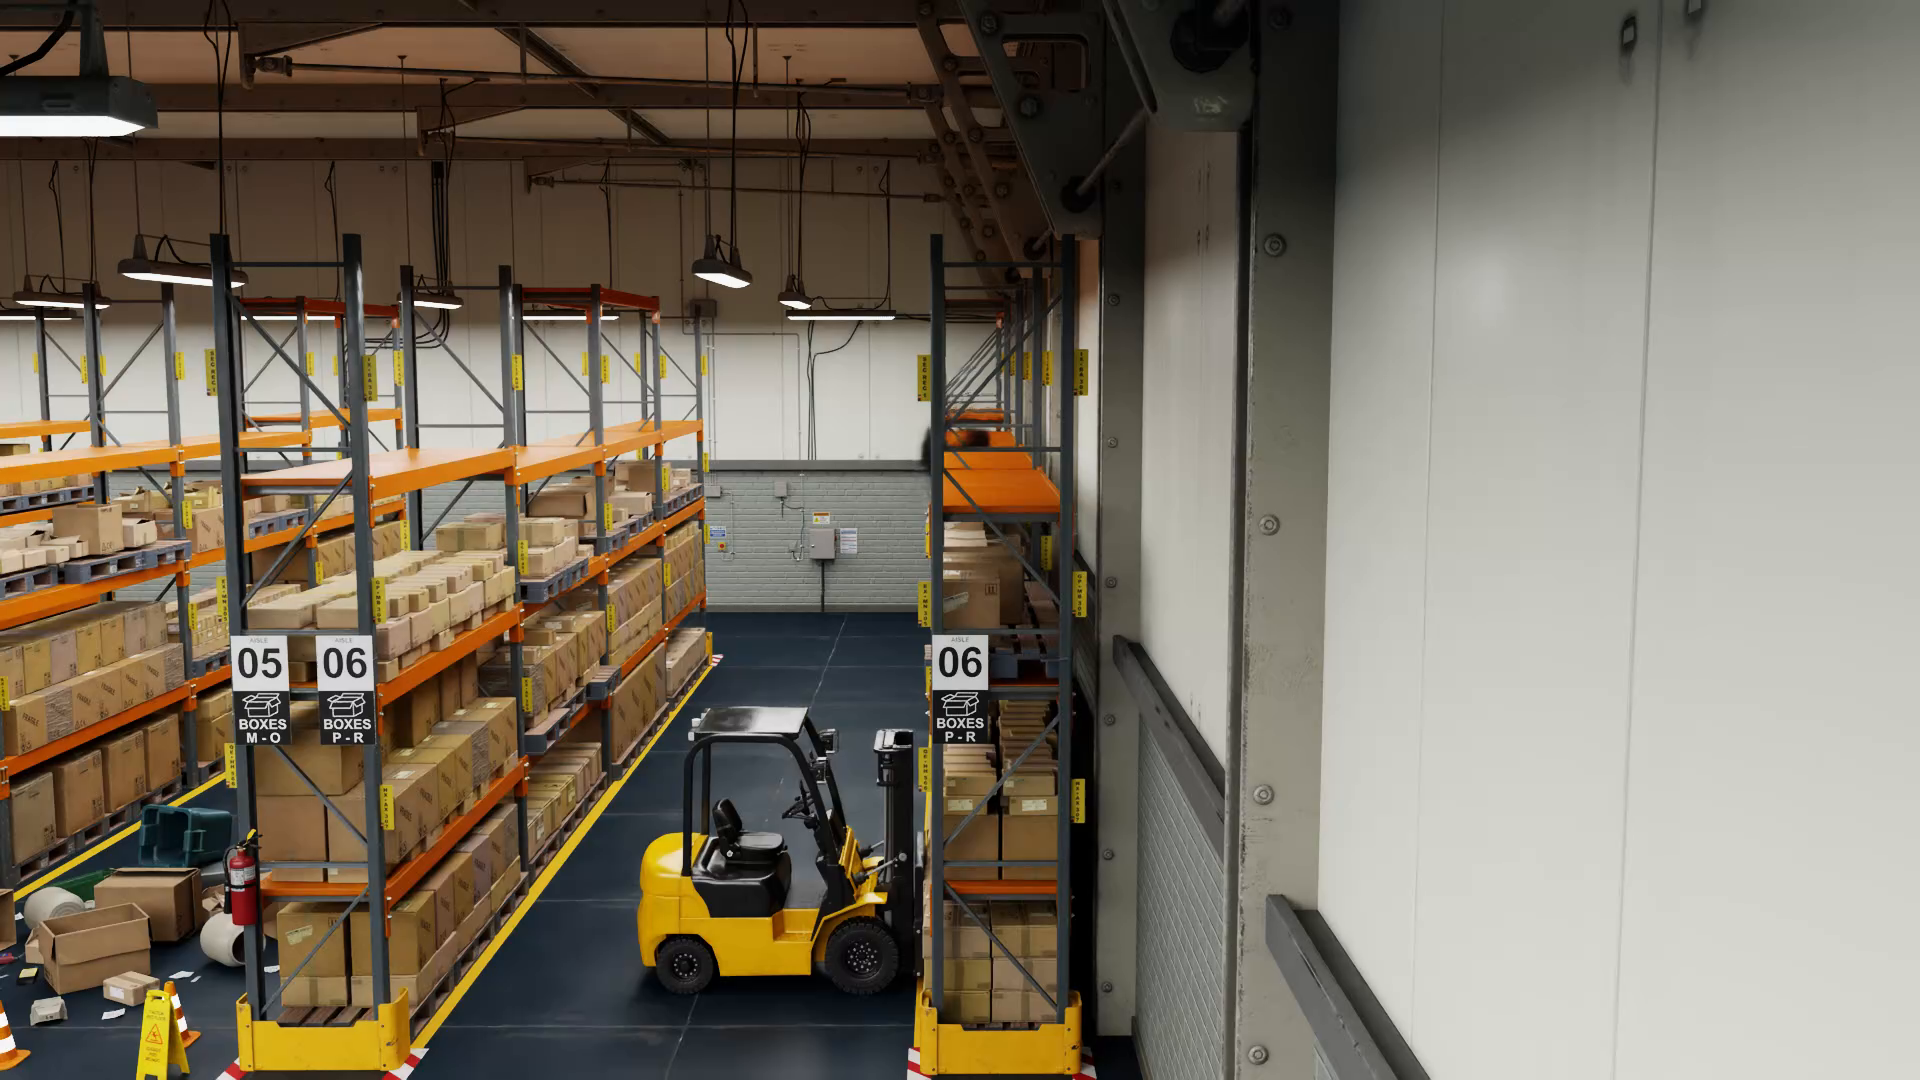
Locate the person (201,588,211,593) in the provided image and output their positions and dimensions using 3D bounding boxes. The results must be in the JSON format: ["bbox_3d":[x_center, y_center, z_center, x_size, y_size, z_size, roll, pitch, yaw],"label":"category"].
[{"bbox_3d":[-11.282,1.568,25.094,0.667,1.711,0.735,0,6,-4],"label":"person"}]
